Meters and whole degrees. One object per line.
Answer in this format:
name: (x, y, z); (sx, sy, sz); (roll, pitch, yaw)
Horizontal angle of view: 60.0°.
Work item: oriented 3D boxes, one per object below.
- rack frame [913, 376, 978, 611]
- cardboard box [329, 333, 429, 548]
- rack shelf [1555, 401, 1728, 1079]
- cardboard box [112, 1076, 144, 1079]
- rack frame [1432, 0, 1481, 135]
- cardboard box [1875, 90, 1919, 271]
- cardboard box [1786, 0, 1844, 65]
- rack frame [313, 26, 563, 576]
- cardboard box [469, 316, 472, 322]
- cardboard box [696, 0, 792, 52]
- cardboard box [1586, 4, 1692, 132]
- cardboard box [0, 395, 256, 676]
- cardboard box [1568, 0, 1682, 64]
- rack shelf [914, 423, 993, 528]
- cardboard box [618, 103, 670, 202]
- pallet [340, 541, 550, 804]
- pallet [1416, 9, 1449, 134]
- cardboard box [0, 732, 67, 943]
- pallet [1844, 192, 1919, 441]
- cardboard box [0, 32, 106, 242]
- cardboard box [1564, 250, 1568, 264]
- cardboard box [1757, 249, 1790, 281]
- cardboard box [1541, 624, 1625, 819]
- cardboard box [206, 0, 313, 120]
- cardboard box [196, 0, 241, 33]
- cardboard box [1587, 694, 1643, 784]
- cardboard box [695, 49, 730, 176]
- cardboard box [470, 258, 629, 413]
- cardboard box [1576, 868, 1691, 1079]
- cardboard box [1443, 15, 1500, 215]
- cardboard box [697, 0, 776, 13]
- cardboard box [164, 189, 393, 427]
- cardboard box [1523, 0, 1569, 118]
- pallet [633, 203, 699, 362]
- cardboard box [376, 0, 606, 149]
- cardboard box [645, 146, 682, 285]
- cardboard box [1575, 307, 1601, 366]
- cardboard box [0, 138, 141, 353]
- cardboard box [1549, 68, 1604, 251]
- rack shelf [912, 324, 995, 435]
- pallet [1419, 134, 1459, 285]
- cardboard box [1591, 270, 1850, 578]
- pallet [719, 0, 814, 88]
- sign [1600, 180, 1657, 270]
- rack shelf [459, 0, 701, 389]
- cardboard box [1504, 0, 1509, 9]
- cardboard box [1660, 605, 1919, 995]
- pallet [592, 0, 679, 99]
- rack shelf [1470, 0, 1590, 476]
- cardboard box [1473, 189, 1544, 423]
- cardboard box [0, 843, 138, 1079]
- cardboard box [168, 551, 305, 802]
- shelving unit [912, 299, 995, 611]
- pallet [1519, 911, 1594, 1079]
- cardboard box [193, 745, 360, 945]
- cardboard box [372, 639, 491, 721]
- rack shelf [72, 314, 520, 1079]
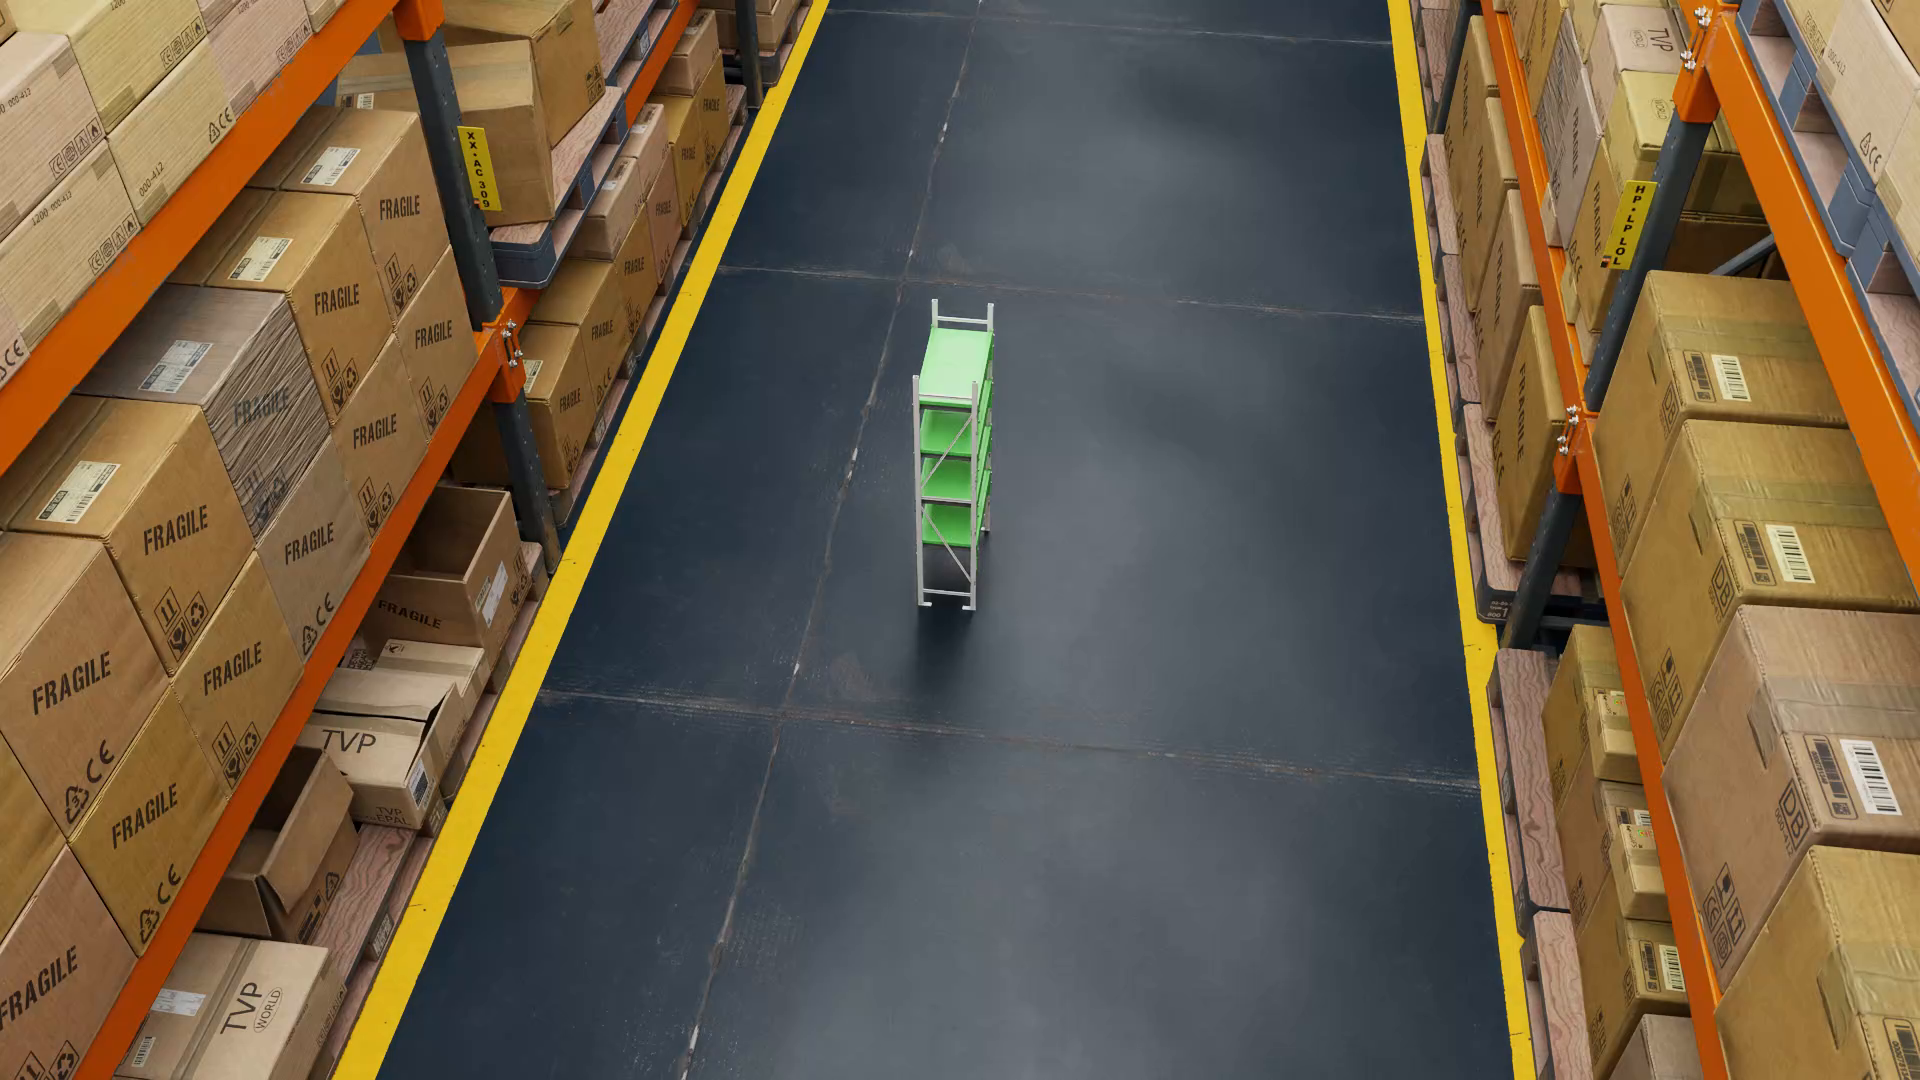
rack frame: (-0.054, -0.157, 6.543); (0.240, 1.200, 0.015); (5, 44, 6)
cardboard box: (-2.097, -0.345, 5.360); (0.500, 0.500, 0.500); (6, 44, 7)
rack shelf: (2.427, 1.048, 4.485); (1.077, 0.370, 4.000); (5, 44, 6)
cardboard box: (-2.328, 1.855, 4.789); (0.500, 0.250, 0.500); (5, 44, 6)
rack frame: (3.221, -3.302, 8.556); (1.000, 3.000, 0.127); (5, 44, 6)
cardboard box: (2.197, -0.656, 3.311); (0.500, 0.250, 0.500); (4, 44, 4)
cardboard box: (2.339, -1.353, 4.046); (0.500, 0.250, 0.500); (5, 44, 5)
rack frame: (-2.219, -1.024, 6.150); (1.000, 3.000, 0.127); (5, 44, 6)
cardboard box: (-2.364, -0.974, 7.596); (0.500, 0.500, 0.500); (5, 44, 6)
cardboard box: (-1.330, -3.234, 10.179); (0.500, 0.250, 0.500); (5, 44, 5)
cardboard box: (2.577, -1.689, 6.003); (0.500, 0.250, 0.500); (6, 44, 6)
cardboard box: (-2.229, -0.019, 4.289); (0.500, 0.500, 0.500); (5, 44, 5)
cardboard box: (2.645, -2.037, 6.370); (0.500, 0.250, 0.500); (6, 44, 6)
rack shelf: (-0.022, -0.276, 6.762); (0.258, 0.148, 0.480); (5, 44, 6)
cardboard box: (-1.715, -1.879, 8.006); (0.500, 0.250, 0.500); (4, 44, 5)
pallet: (-2.311, 0.457, 6.614); (1.003, 0.211, 1.213); (5, 44, 6)
pallet: (3.325, -2.822, 10.077); (1.003, 0.211, 1.213); (5, 44, 6)
cardboard box: (-2.366, 0.667, 3.564); (0.500, 0.500, 0.500); (6, 44, 6)
pallet: (2.410, -0.247, 3.213); (1.003, 0.211, 1.213); (5, 44, 6)
cardboard box: (-2.219, -0.862, 3.543); (0.500, 0.250, 0.500); (5, 44, 6)
cardboard box: (2.545, -1.095, 6.393); (0.380, 0.149, 0.250); (7, 44, 7)
cardboard box: (3.002, -1.018, 5.840); (0.500, 0.500, 0.500); (4, 44, 4)
cardboard box: (2.491, 0.679, 5.863); (0.700, 0.500, 0.500); (6, 44, 6)
cardboard box: (-2.096, -1.363, 4.436); (0.500, 0.250, 0.500); (5, 44, 6)
cardboard box: (-2.083, -1.544, 4.262); (0.500, 0.250, 0.500); (5, 44, 6)
cardboard box: (2.265, 0.661, 5.411); (0.380, 0.149, 0.250); (7, 44, 7)
cardboard box: (-1.581, -2.343, 9.041); (0.500, 0.500, 0.500); (7, 44, 7)
cardboard box: (-1.854, -0.948, 7.568); (0.500, 0.500, 0.500); (6, 44, 6)
cardboard box: (2.352, 1.371, 5.133); (0.700, 0.500, 0.500); (6, 44, 6)
cardboard box: (2.993, -2.185, 8.634); (0.750, 0.750, 0.750); (5, 44, 5)
cardboard box: (-1.330, -3.438, 9.986); (0.500, 0.311, 0.500); (7, 44, 7)
cardboard box: (-2.094, -0.706, 5.014); (0.500, 0.500, 0.500); (4, 44, 5)
cardboard box: (2.697, -2.096, 6.979); (0.500, 0.500, 0.500); (6, 44, 7)
pallet: (-1.990, -1.403, 8.578); (1.003, 0.211, 1.213); (5, 44, 6)
cardboard box: (-1.906, -1.990, 6.791); (0.700, 0.500, 0.500); (12, 45, 12)
cardboard box: (-1.713, -1.632, 8.290); (0.500, 0.500, 0.500); (4, 44, 4)
cardboard box: (2.456, -0.748, 6.027); (0.380, 0.149, 0.250); (6, 44, 6)
cardboard box: (-2.225, -0.681, 3.715); (0.500, 0.250, 0.500); (5, 44, 6)
cardboard box: (2.561, -1.414, 6.258); (0.500, 0.500, 0.500); (6, 44, 6)
rack shelf: (-0.022, -0.625, 6.432); (0.258, 0.148, 0.480); (5, 44, 6)
pallet: (3.042, -1.759, 8.954); (1.003, 0.211, 1.213); (5, 44, 6)
cardboard box: (2.604, -0.317, 5.185); (0.980, 0.700, 0.700); (6, 44, 6)
pallet: (-1.543, -3.295, 10.576); (1.003, 0.211, 1.213); (5, 44, 6)
sign: (2.153, -1.011, 5.351); (0.100, 0.325, 0.005); (5, 44, 6)
rack shelf: (-1.954, -2.126, 7.837); (1.077, 0.370, 4.000); (5, 44, 6)
cardboard box: (2.824, -2.790, 7.711); (0.500, 0.500, 0.500); (7, 44, 7)
cardboard box: (2.416, 0.677, 4.135); (0.980, 0.700, 0.700); (3, 44, 3)
pallet: (-1.943, -2.354, 7.695); (1.003, 0.211, 1.213); (5, 44, 6)
rack shelf: (2.956, -1.678, 7.364); (1.077, 0.370, 4.000); (5, 44, 6)
cardboard box: (2.764, -1.009, 7.392); (0.750, 0.750, 0.750); (6, 44, 7)
cardboard box: (-2.365, 1.035, 3.902); (0.500, 0.500, 0.500); (5, 44, 5)
cardboard box: (-2.228, 0.353, 4.623); (0.500, 0.500, 0.500); (6, 44, 6)
shelving unit: (-0.022, -0.323, 6.718); (0.258, 1.200, 0.503); (5, 44, 6)
pallet: (2.355, 1.781, 5.215); (1.003, 0.211, 1.213); (5, 44, 6)
cardboard box: (-2.462, 1.004, 5.504); (0.797, 0.503, 0.637); (5, 44, 6)
cardboard box: (-2.003, 0.527, 6.266); (0.380, 0.149, 0.250); (5, 44, 6)
rack shelf: (-2.483, 0.600, 4.958); (1.077, 0.370, 4.000); (5, 44, 6)
